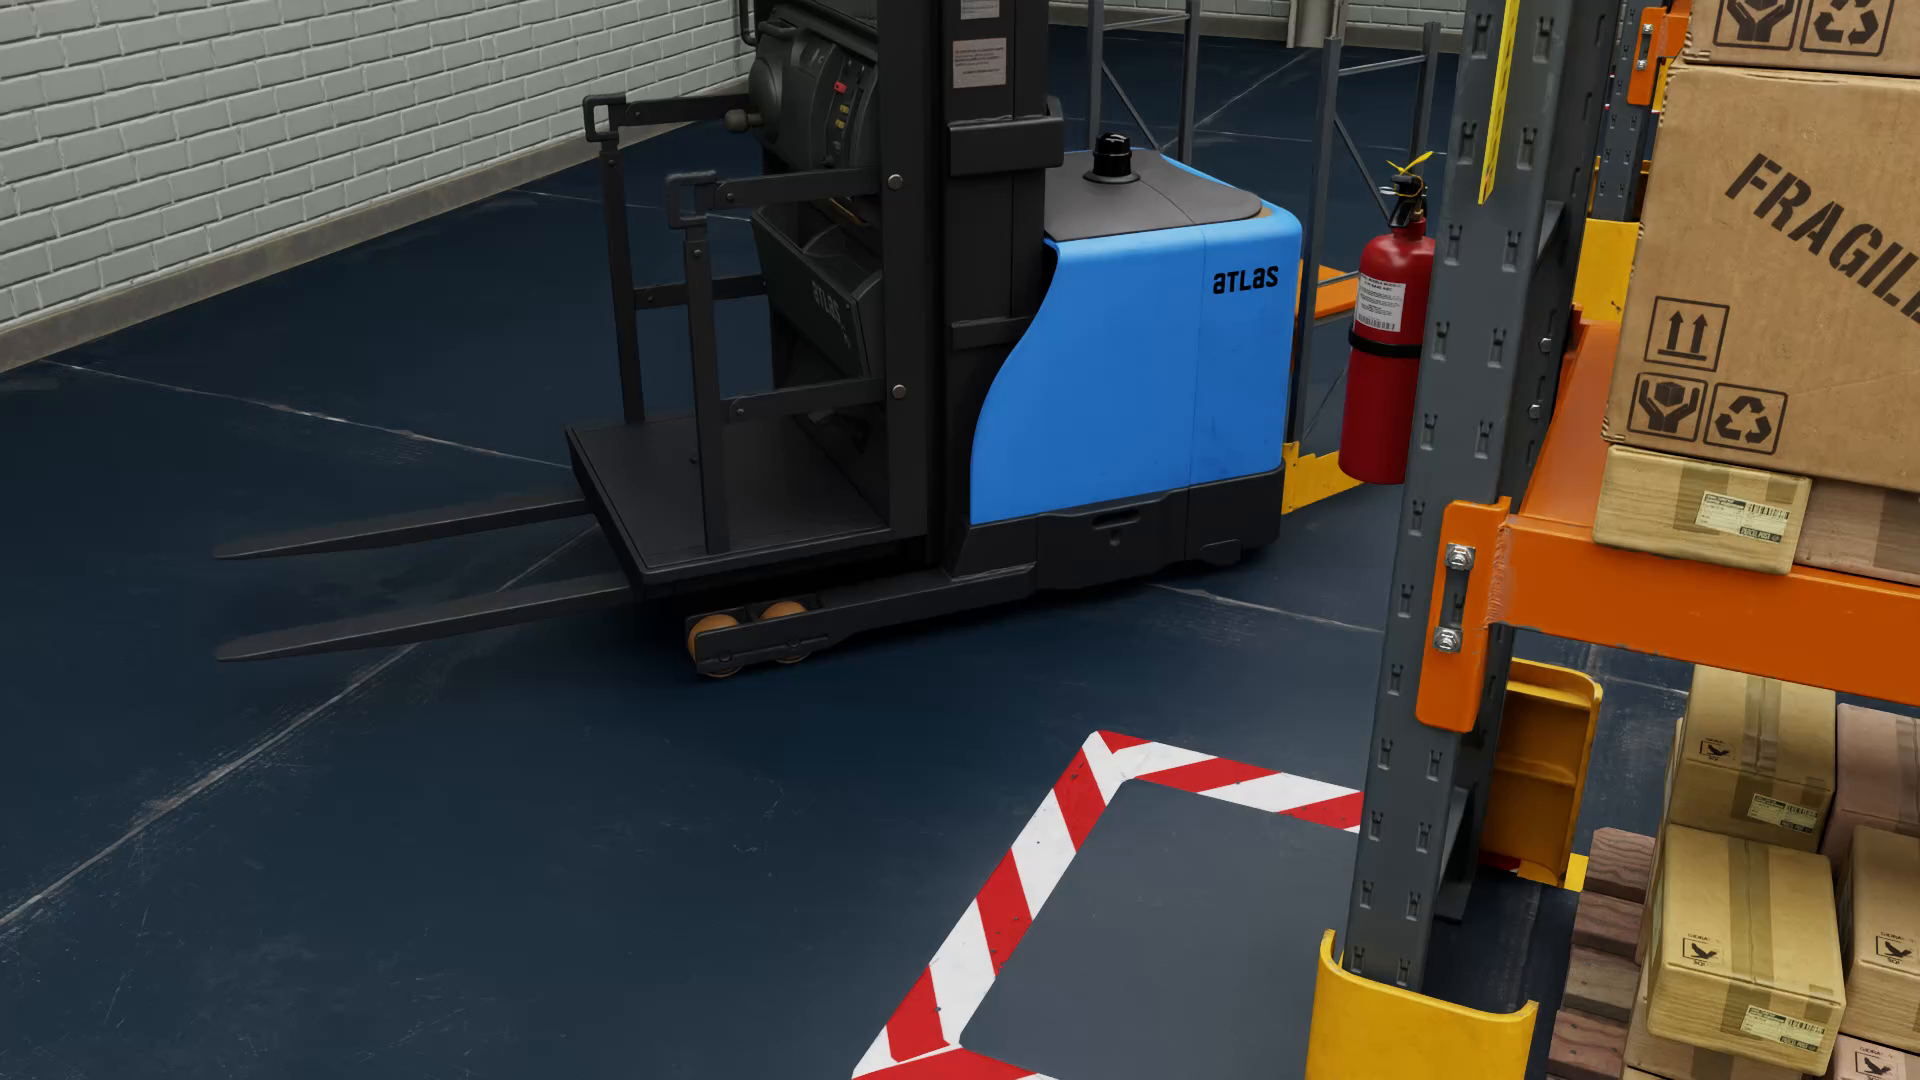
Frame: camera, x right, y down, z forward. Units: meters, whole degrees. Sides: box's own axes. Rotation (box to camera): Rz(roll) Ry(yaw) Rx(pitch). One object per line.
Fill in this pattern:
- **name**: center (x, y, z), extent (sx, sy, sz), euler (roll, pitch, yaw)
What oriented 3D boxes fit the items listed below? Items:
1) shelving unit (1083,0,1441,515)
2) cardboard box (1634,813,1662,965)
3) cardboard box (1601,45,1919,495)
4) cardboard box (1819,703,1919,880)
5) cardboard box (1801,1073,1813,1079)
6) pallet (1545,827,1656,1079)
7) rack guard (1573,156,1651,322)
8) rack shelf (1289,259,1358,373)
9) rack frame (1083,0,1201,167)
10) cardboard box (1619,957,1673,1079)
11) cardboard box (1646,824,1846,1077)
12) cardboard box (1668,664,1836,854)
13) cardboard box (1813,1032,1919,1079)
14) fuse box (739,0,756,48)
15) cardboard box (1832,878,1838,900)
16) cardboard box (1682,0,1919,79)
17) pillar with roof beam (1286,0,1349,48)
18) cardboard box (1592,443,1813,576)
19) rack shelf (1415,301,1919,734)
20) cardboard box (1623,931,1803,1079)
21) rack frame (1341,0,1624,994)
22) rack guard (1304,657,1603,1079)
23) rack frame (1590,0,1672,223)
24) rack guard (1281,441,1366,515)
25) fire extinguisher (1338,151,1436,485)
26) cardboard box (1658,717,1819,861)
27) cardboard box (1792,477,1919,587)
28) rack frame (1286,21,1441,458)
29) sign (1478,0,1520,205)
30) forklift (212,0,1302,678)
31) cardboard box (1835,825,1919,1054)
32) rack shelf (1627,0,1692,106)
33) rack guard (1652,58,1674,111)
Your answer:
- **shelving unit**: center (0.938, -1.018, 5.619), extent (0.587, 1.500, 1.083), euler (-19, 32, -33)
- **cardboard box**: center (1.467, 0.685, 3.214), extent (0.250, 0.149, 0.380), euler (12, 29, 23)
- **cardboard box**: center (1.196, -0.403, 2.222), extent (0.500, 0.500, 0.500), euler (13, 29, 24)
- **cardboard box**: center (1.693, 0.470, 2.978), extent (0.250, 0.149, 0.380), euler (12, 29, 23)
- **cardboard box**: center (1.518, 0.912, 2.753), extent (0.250, 0.149, 0.380), euler (11, 28, 22)
- **pallet**: center (1.695, 1.010, 2.960), extent (1.213, 0.211, 1.003), euler (11, 28, 22)
- **rack guard**: center (2.836, -1.309, 7.344), extent (0.348, 0.500, 1.175), euler (11, 28, 22)
- **rack shelf**: center (0.944, -0.853, 5.692), extent (0.538, 0.185, 1.000), euler (-19, 32, -33)
- **rack frame**: center (0.632, -1.192, 5.973), extent (0.500, 1.500, 0.032), euler (-19, 32, -33)
- **cardboard box**: center (1.246, 0.897, 2.783), extent (0.250, 0.149, 0.380), euler (12, 29, 23)
- **cardboard box**: center (1.238, 0.638, 2.636), extent (0.250, 0.149, 0.380), euler (10, 28, 19)
- **cardboard box**: center (1.488, 0.401, 3.118), extent (0.250, 0.149, 0.380), euler (12, 29, 22)
- **cardboard box**: center (1.498, 0.811, 2.622), extent (0.250, 0.149, 0.380), euler (11, 28, 22)
- **fuse box**: center (-1.282, -3.688, 10.804), extent (0.414, 1.711, 0.539), euler (11, 28, 22)
- **cardboard box**: center (1.715, 0.591, 3.070), extent (0.250, 0.149, 0.380), euler (11, 28, 21)
- **cardboard box**: center (1.200, -0.856, 2.010), extent (0.500, 0.500, 0.500), euler (11, 28, 21)
- **pillar with roof beam**: center (1.046, -6.239, 7.734), extent (0.400, 9.000, 9.100), euler (11, 28, 22)
- **cardboard box**: center (1.060, -0.114, 2.370), extent (0.250, 0.149, 0.380), euler (11, 28, 21)
- **rack shelf**: center (2.722, 0.271, 2.119), extent (4.000, 0.370, 1.077), euler (11, 28, 22)
- **cardboard box**: center (1.272, 0.738, 2.769), extent (0.250, 0.149, 0.380), euler (13, 29, 24)
- **rack frame**: center (0.901, -0.418, 2.702), extent (0.127, 3.000, 1.000), euler (11, 28, 22)
- **rack guard**: center (0.970, 0.718, 3.226), extent (0.348, 0.500, 1.175), euler (11, 28, 22)
- **rack frame**: center (2.858, -2.427, 6.783), extent (0.127, 3.000, 1.000), euler (11, 28, 22)
- **rack guard**: center (1.244, -0.283, 5.542), extent (0.587, 0.250, 0.087), euler (-19, 32, -33)
- **fire extinguisher**: center (0.863, -0.447, 3.272), extent (0.183, 0.674, 0.296), euler (11, 28, 22)
- **cardboard box**: center (1.500, 0.521, 3.211), extent (0.250, 0.149, 0.380), euler (11, 28, 20)
- **cardboard box**: center (1.309, -0.084, 2.309), extent (0.250, 0.149, 0.380), euler (12, 29, 24)
- **rack frame**: center (1.256, -0.837, 5.252), extent (0.500, 1.500, 0.032), euler (-19, 32, -33)
- **sign**: center (0.677, -0.588, 2.068), extent (0.005, 0.325, 0.100), euler (11, 28, 22)
- **forklift**: center (-0.582, -1.208, 4.386), extent (3.031, 2.935, 1.130), euler (-10, 28, -20)
- **cardboard box**: center (1.538, 0.640, 2.632), extent (0.250, 0.149, 0.380), euler (12, 29, 23)
- **rack shelf**: center (4.679, -1.738, 6.199), extent (4.000, 0.370, 1.077), euler (11, 28, 22)
- **rack guard**: center (4.979, -3.288, 11.362), extent (0.348, 0.500, 1.175), euler (11, 28, 22)
